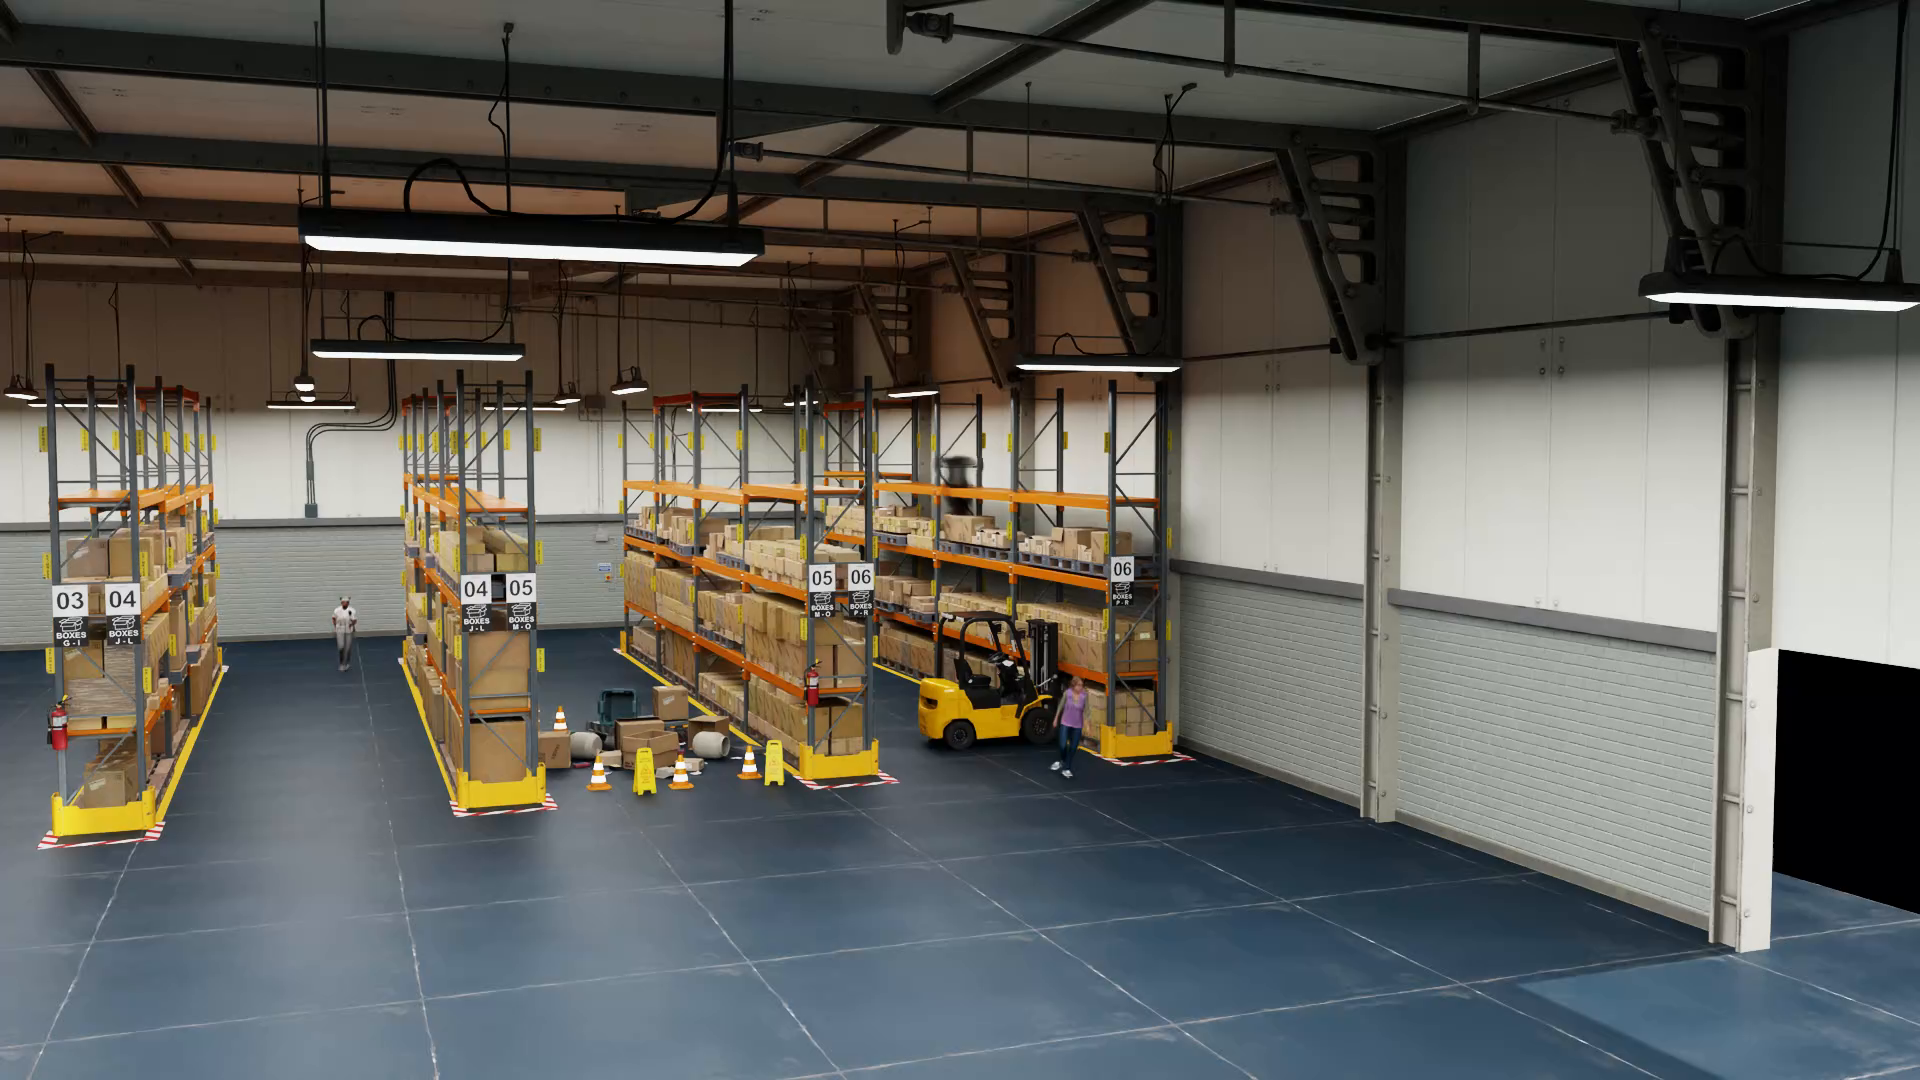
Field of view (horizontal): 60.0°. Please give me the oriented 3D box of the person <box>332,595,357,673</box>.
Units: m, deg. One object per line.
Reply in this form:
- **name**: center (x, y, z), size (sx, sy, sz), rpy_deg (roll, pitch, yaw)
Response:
- **person**: center (-13.475, 2.050, 36.437), size (0.491, 1.707, 0.802), rpy_deg (-2, 4, -25)

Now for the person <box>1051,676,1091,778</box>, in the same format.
- **person**: center (1.660, 2.782, 24.831), size (0.568, 1.553, 0.535), rpy_deg (0, 3, -6)
